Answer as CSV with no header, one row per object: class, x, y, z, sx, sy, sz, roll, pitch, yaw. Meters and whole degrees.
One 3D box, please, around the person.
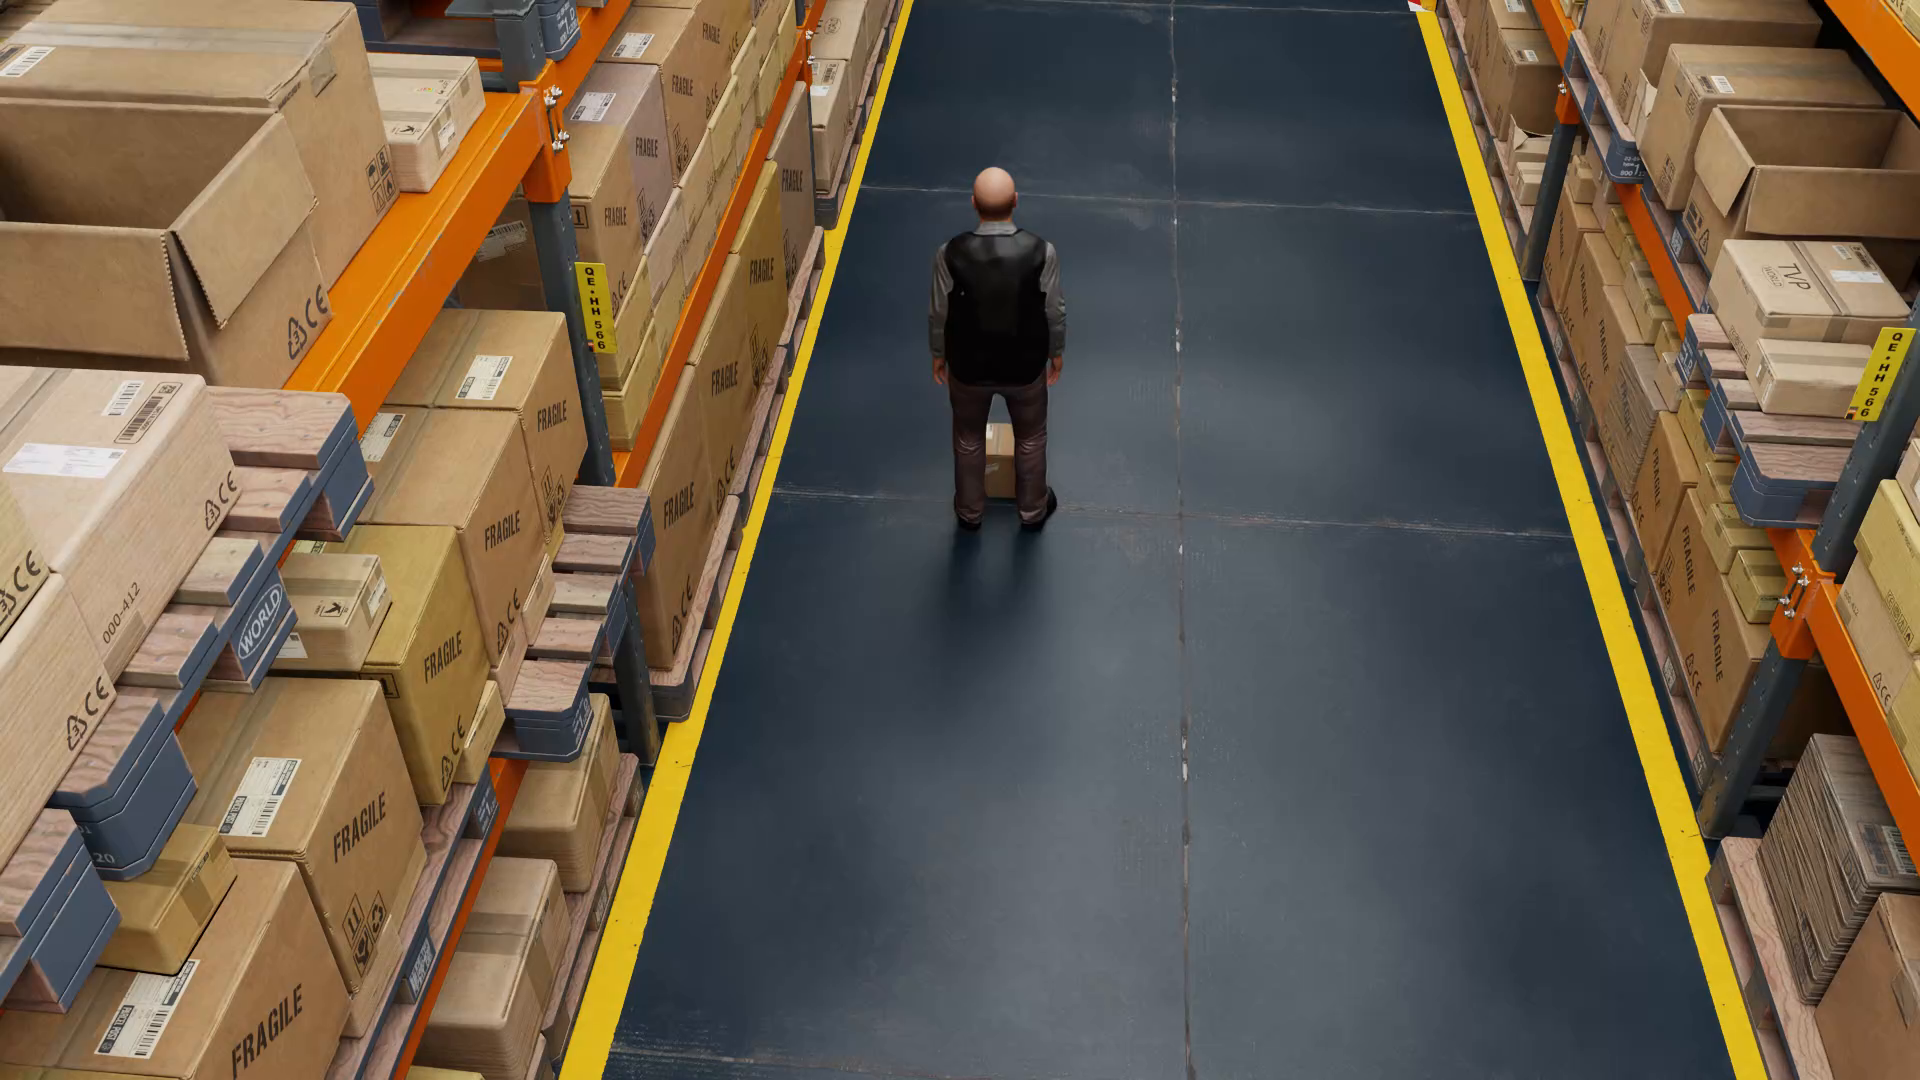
person,0.156,-0.753,7.080,0.581,1.719,0.421,1,40,2
